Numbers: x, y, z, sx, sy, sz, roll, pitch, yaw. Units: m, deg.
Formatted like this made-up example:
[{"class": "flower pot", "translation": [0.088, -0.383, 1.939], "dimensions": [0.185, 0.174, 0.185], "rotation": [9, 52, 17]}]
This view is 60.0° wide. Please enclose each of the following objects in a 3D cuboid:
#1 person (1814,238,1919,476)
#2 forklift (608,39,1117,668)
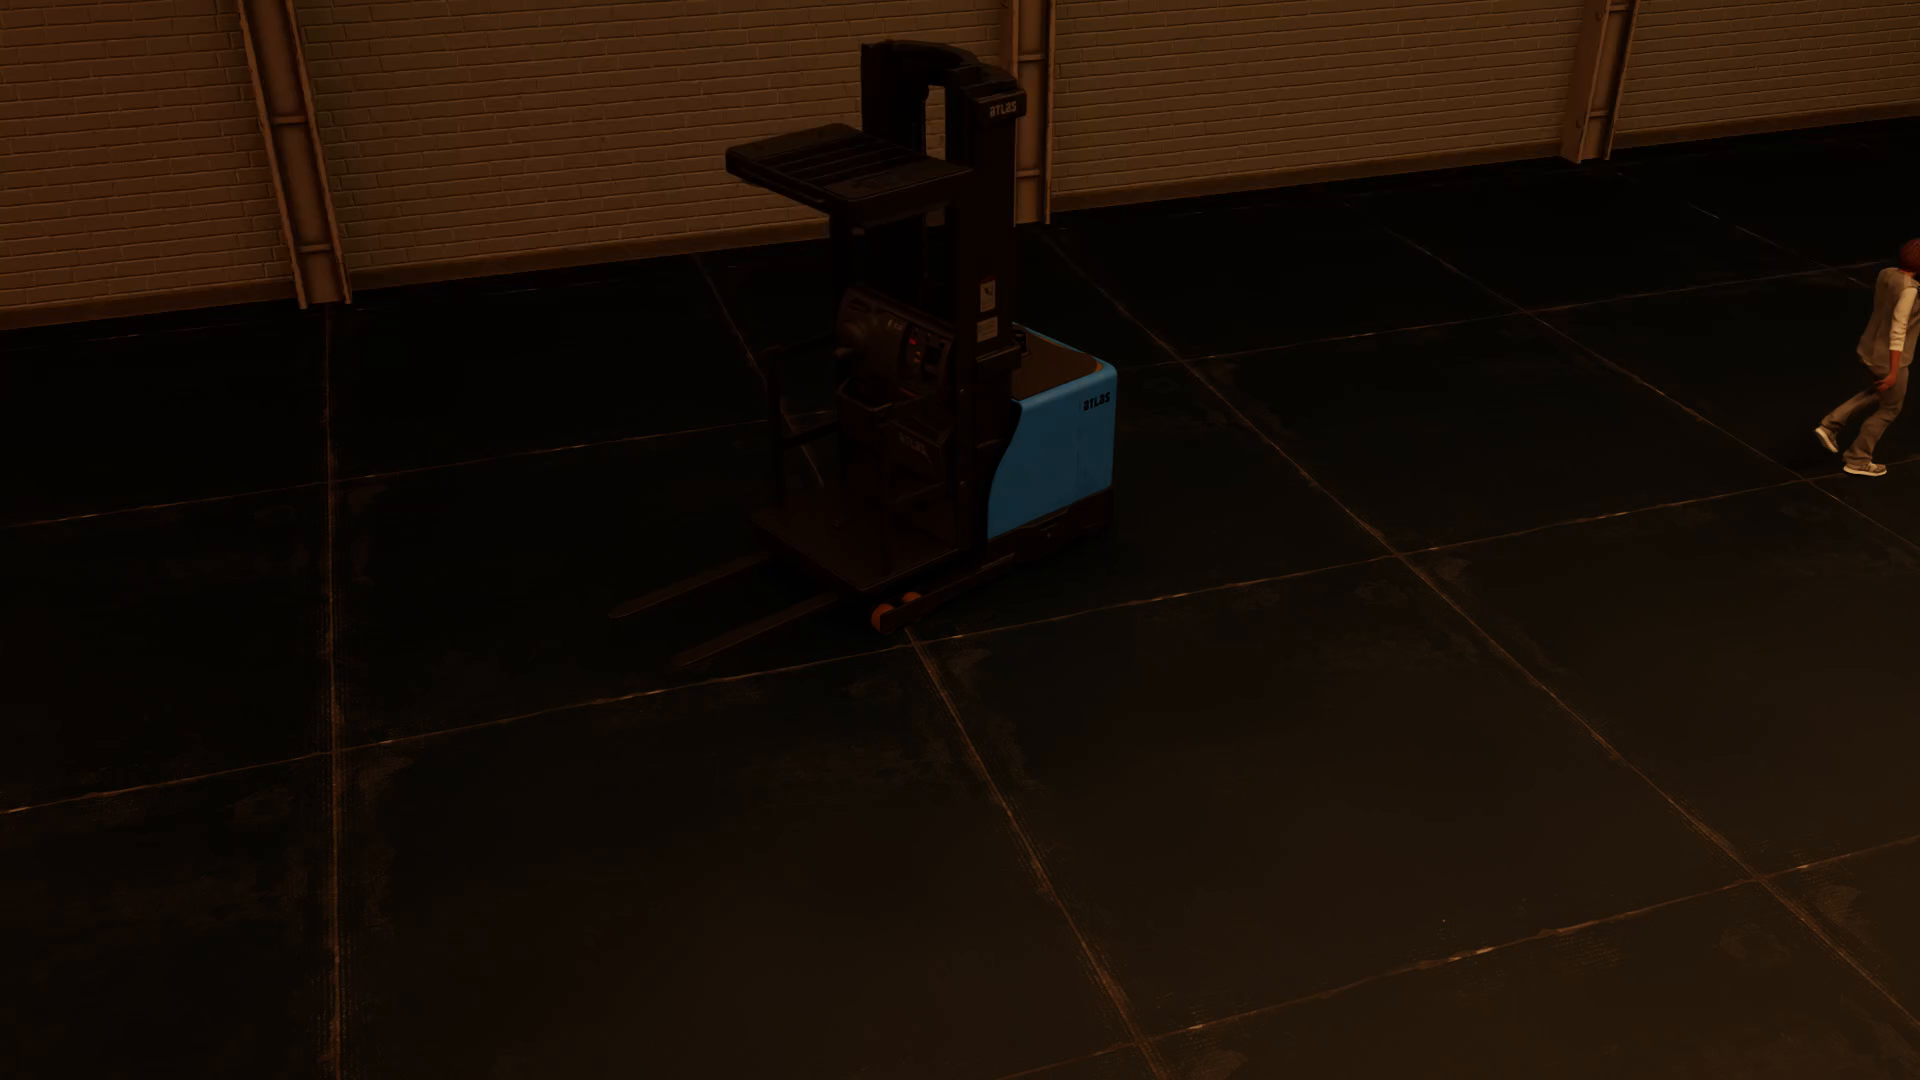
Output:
[{"class": "person", "translation": [5.780, -1.146, 10.440], "dimensions": [0.450, 1.578, 0.605], "rotation": [0, 30, 0]}, {"class": "forklift", "translation": [-0.518, -1.048, 8.908], "dimensions": [3.031, 2.935, 1.130], "rotation": [-23, 37, -34]}]
